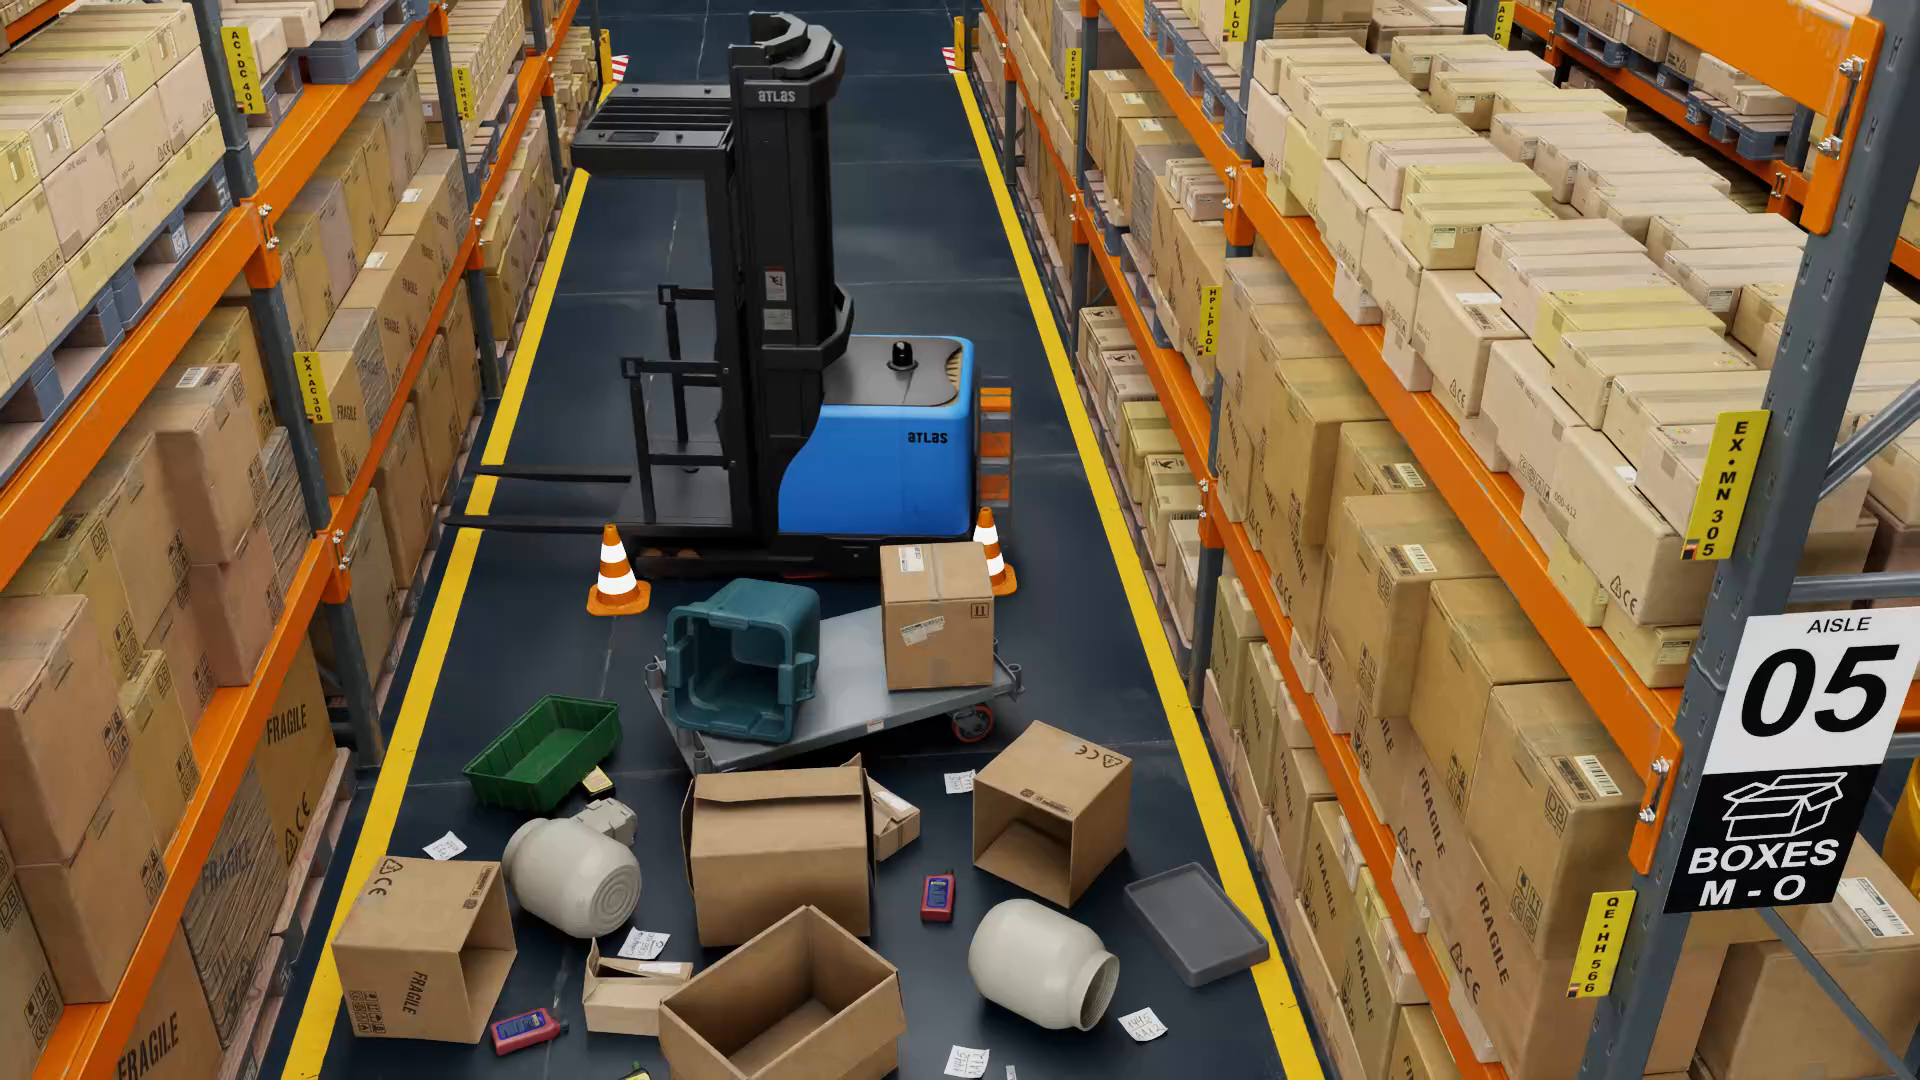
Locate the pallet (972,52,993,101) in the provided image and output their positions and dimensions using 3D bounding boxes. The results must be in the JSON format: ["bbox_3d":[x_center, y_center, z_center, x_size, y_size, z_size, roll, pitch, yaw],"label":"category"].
[{"bbox_3d":[0.686,-5.018,17.945,1.003,0.211,1.213,-3,31,-5],"label":"pallet"}]

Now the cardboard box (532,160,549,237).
[{"bbox_3d":[-3.644,-2.768,13.487,0.500,0.500,0.500,-3,31,-6],"label":"cardboard box"}]

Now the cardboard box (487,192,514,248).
[{"bbox_3d":[-3.509,-2.298,11.969,0.500,0.250,0.500,-3,31,-5],"label":"cardboard box"}]

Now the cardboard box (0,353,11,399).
[{"bbox_3d":[-2.721,-0.400,4.307,0.380,0.149,0.250,-3,31,-5],"label":"cardboard box"}]

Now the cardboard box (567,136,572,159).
[{"bbox_3d":[-3.750,-3.582,15.193,0.380,0.149,0.250,-2,31,-3],"label":"cardboard box"}]

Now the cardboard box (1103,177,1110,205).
[{"bbox_3d":[1.099,-2.145,10.251,0.380,0.149,0.250,-5,31,-8],"label":"cardboard box"}]

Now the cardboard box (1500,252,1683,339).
[{"bbox_3d":[1.687,-0.652,4.458,0.380,0.149,0.250,-3,31,-5],"label":"cardboard box"}]

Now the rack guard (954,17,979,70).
[{"bbox_3d":[0.532,-5.559,18.569,1.175,0.500,0.348,-3,31,-5],"label":"rack guard"}]

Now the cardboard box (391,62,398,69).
[{"bbox_3d":[-4.260,-3.335,11.954,0.380,0.149,0.250,-2,31,-3],"label":"cardboard box"}]

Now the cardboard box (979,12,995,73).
[{"bbox_3d":[0.695,-5.368,17.901,0.875,0.438,0.875,-4,31,-6],"label":"cardboard box"}]

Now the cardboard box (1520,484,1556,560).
[{"bbox_3d":[1.670,-0.062,4.249,0.380,0.149,0.250,-2,31,-3],"label":"cardboard box"}]

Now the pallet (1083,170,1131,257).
[{"bbox_3d":[1.454,-2.094,10.518,1.213,0.211,1.003,-3,31,-5],"label":"pallet"}]

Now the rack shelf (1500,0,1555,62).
[{"bbox_3d":[5.662,-5.529,16.784,1.077,0.370,4.000,-3,31,-5],"label":"rack shelf"}]

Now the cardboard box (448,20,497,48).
[{"bbox_3d":[-3.659,-3.755,12.367,0.380,0.149,0.250,-4,31,-7],"label":"cardboard box"}]

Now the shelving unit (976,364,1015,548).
[{"bbox_3d":[0.201,-0.472,9.517,0.215,1.050,0.252,1,31,1],"label":"shelving unit"}]

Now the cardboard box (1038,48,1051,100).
[{"bbox_3d":[0.863,-3.443,12.247,0.500,0.250,0.500,-4,31,-6],"label":"cardboard box"}]

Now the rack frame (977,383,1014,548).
[{"bbox_3d":[0.198,-0.410,9.412,0.200,1.050,0.008,1,31,1],"label":"rack frame"}]

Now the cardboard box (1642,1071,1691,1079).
[{"bbox_3d":[1.781,1.476,4.598,0.380,0.149,0.250,-2,31,-3],"label":"cardboard box"}]

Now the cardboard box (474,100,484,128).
[{"bbox_3d":[-3.556,-2.969,11.632,0.380,0.149,0.250,-1,31,-2],"label":"cardboard box"}]

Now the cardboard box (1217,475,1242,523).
[{"bbox_3d":[1.365,-0.209,7.420,0.380,0.149,0.250,-3,31,-5],"label":"cardboard box"}]

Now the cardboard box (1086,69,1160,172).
[{"bbox_3d":[1.093,-2.645,10.456,0.500,0.500,0.500,-4,31,-6],"label":"cardboard box"}]

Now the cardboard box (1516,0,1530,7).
[{"bbox_3d":[5.474,-5.123,15.647,0.380,0.149,0.250,-2,31,-3],"label":"cardboard box"}]

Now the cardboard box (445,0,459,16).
[{"bbox_3d":[-4.338,-4.693,14.294,0.500,0.500,0.500,-3,31,-5],"label":"cardboard box"}]

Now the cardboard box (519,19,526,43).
[{"bbox_3d":[-3.777,-4.168,13.638,0.380,0.149,0.250,-3,31,-6],"label":"cardboard box"}]

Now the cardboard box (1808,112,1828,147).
[{"bbox_3d":[5.996,-2.686,10.980,0.500,0.250,0.500,-3,31,-5],"label":"cardboard box"}]

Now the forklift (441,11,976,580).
[{"bbox_3d":[-1.433,-1.304,9.075,3.031,2.935,1.130,1,31,2],"label":"forklift"}]

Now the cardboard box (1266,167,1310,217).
[{"bbox_3d":[1.406,-1.366,6.431,0.380,0.149,0.250,-3,31,-5],"label":"cardboard box"}]

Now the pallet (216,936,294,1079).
[{"bbox_3d":[-3.154,2.009,6.180,1.003,0.211,1.213,-3,31,-5],"label":"pallet"}]

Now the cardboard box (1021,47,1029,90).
[{"bbox_3d":[0.768,-3.749,13.248,0.500,0.250,0.500,-3,31,-5],"label":"cardboard box"}]

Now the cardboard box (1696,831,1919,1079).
[{"bbox_3d":[2.261,1.123,4.556,0.500,0.500,0.500,-3,31,-5],"label":"cardboard box"}]

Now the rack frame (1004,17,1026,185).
[{"bbox_3d":[0.908,-4.577,14.488,1.000,3.000,0.127,-3,31,-5],"label":"rack frame"}]

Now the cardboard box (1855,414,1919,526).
[{"bbox_3d":[2.199,-0.164,3.642,0.380,0.149,0.250,-3,31,-5],"label":"cardboard box"}]

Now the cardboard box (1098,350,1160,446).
[{"bbox_3d":[1.401,-0.922,10.522,0.950,0.372,0.625,-3,31,-6],"label":"cardboard box"}]

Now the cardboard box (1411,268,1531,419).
[{"bbox_3d":[1.614,-0.572,4.713,0.500,0.250,0.500,-2,31,-3],"label":"cardboard box"}]

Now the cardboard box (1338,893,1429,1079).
[{"bbox_3d":[1.642,1.565,5.746,0.500,0.500,0.500,-2,31,-3],"label":"cardboard box"}]

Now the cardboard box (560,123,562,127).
[{"bbox_3d":[-3.921,-3.959,15.533,0.380,0.149,0.250,-4,31,-7],"label":"cardboard box"}]

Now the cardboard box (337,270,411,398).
[{"bbox_3d":[-3.137,-1.042,8.471,0.500,0.500,0.500,-3,31,-5],"label":"cardboard box"}]

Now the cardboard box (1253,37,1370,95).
[{"bbox_3d":[1.359,-1.839,6.446,0.380,0.149,0.250,-3,31,-5],"label":"cardboard box"}]

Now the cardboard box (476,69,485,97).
[{"bbox_3d":[-3.585,-3.234,11.784,0.380,0.149,0.250,-3,31,-5],"label":"cardboard box"}]

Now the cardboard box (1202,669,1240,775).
[{"bbox_3d":[1.441,0.821,7.722,0.500,0.250,0.500,-4,31,-7],"label":"cardboard box"}]

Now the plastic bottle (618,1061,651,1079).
[{"bbox_3d":[-1.208,2.074,6.218,0.133,0.061,0.283,-14,33,-22],"label":"plastic bottle"}]

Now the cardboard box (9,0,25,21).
[{"bbox_3d":[-8.777,-4.823,15.145,0.380,0.149,0.250,-2,31,-4],"label":"cardboard box"}]

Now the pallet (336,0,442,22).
[{"bbox_3d":[-3.525,-3.127,9.319,1.213,0.211,1.003,-1,31,-2],"label":"pallet"}]

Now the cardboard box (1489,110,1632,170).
[{"bbox_3d":[2.015,-1.333,5.598,0.380,0.149,0.250,-3,31,-6],"label":"cardboard box"}]

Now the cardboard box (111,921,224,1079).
[{"bbox_3d":[-3.104,1.778,5.511,0.875,0.875,0.875,-3,31,-5],"label":"cardboard box"}]

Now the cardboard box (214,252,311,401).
[{"bbox_3d":[-3.316,-0.930,7.309,0.700,0.500,0.500,-3,31,-5],"label":"cardboard box"}]

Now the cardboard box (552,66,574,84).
[{"bbox_3d":[-3.958,-4.485,16.125,0.380,0.149,0.250,-3,31,-4],"label":"cardboard box"}]

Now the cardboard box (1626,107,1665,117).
[{"bbox_3d":[5.795,-3.599,14.246,0.380,0.149,0.250,-3,31,-5],"label":"cardboard box"}]

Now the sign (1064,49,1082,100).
[{"bbox_3d":[0.729,-3.004,10.725,0.100,0.325,0.005,-3,31,-5],"label":"sign"}]

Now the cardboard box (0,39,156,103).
[{"bbox_3d":[-2.866,-1.521,5.407,0.380,0.149,0.250,-3,31,-5],"label":"cardboard box"}]

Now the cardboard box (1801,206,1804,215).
[{"bbox_3d":[6.484,-2.442,12.308,0.380,0.149,0.250,-1,31,-2],"label":"cardboard box"}]

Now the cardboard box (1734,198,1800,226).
[{"bbox_3d":[5.925,-2.401,12.239,0.380,0.149,0.250,-4,31,-7],"label":"cardboard box"}]

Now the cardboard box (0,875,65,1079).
[{"bbox_3d":[-3.043,1.307,4.491,0.875,0.550,0.550,-3,31,-5],"label":"cardboard box"}]

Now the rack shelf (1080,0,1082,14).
[{"bbox_3d":[1.094,-4.535,12.194,1.077,0.370,4.000,-3,31,-5],"label":"rack shelf"}]

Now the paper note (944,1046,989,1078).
[{"bbox_3d":[0.029,2.001,6.382,0.148,0.019,0.142,8,32,13],"label":"paper note"}]

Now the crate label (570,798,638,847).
[{"bbox_3d":[-1.606,1.289,7.458,0.250,0.136,0.298,27,40,37],"label":"crate label"}]
